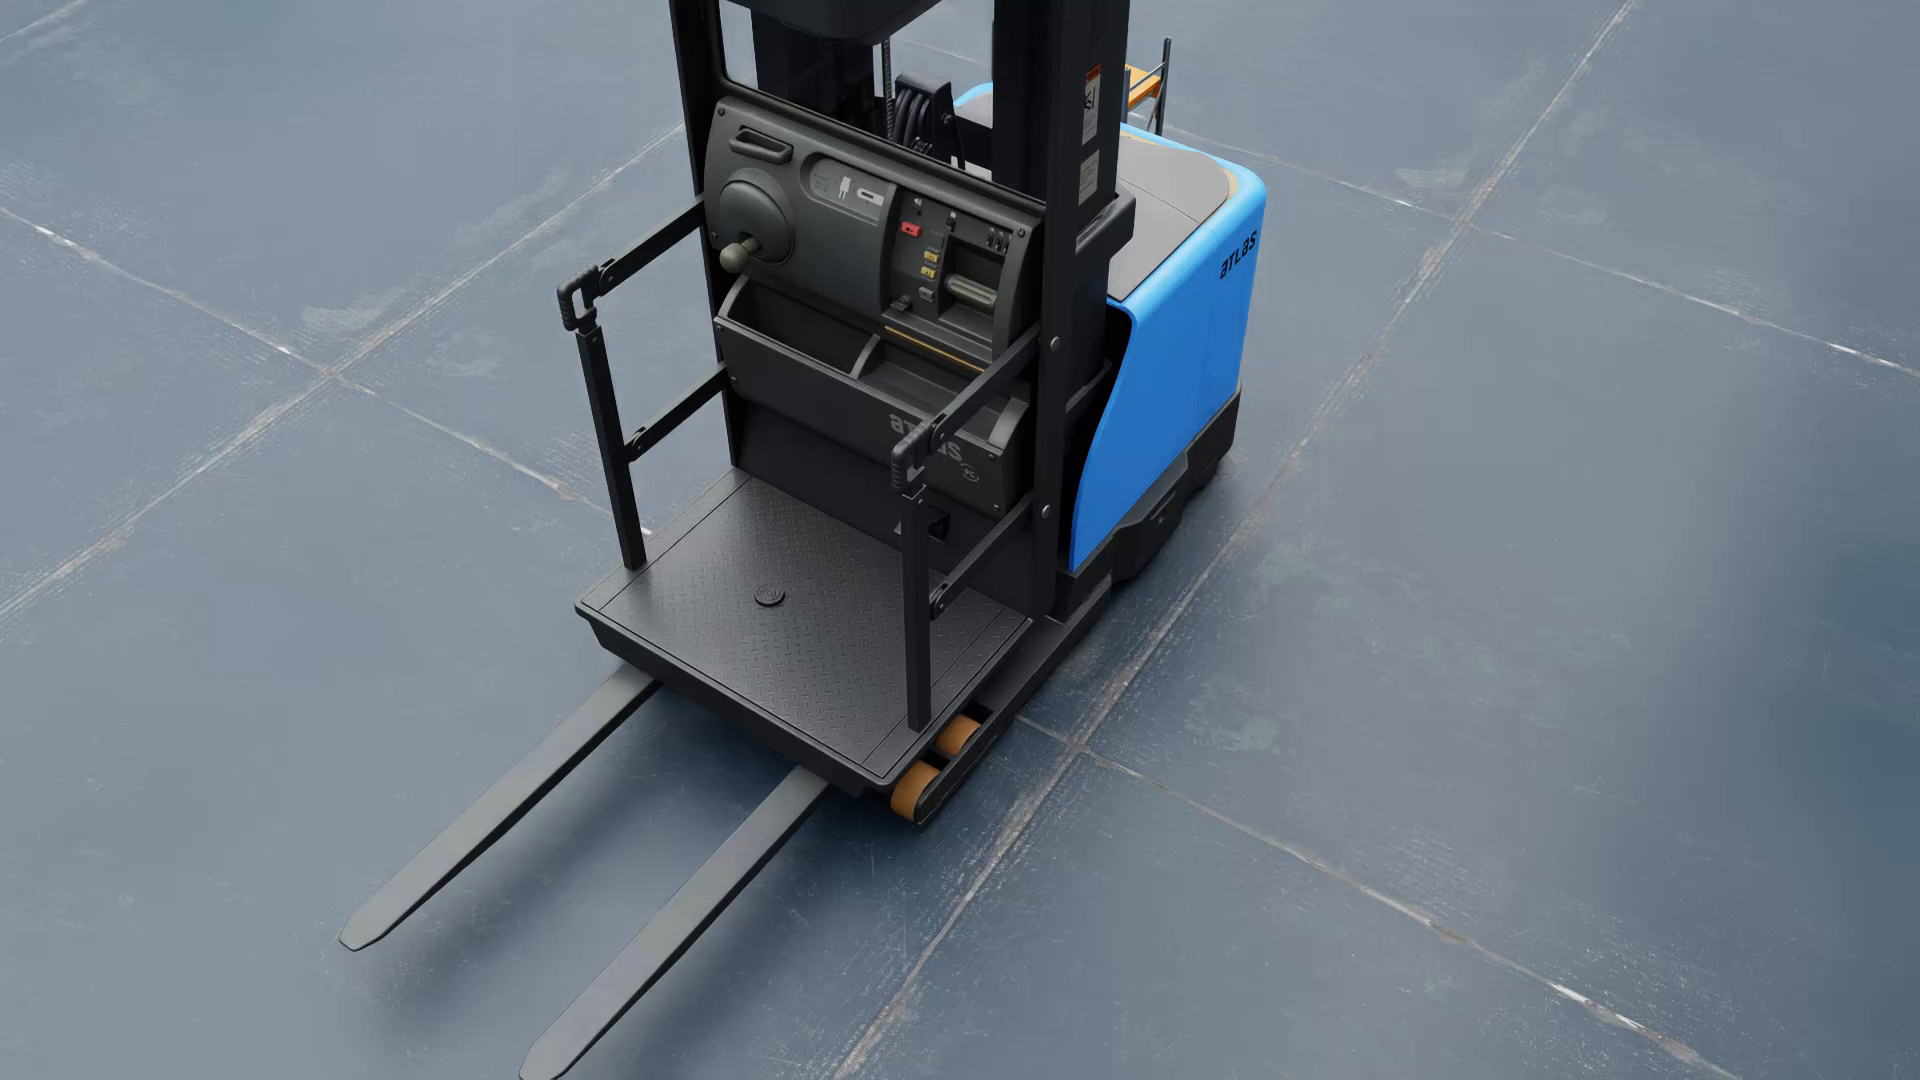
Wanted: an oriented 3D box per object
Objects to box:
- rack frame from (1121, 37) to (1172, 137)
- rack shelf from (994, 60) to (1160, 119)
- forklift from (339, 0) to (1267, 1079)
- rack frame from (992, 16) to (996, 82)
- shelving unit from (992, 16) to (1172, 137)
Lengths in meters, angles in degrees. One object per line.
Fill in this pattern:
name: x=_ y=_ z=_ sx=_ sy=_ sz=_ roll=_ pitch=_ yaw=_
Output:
rack frame: x=0.565 y=-1.045 z=5.429 sx=0.015 sy=1.200 sz=0.240 roll=29 pitch=53 yaw=25
rack shelf: x=0.373 y=-1.427 z=5.252 sx=0.480 sy=0.148 sz=0.258 roll=29 pitch=53 yaw=25
forklift: x=-0.357 y=-0.656 z=3.844 sx=1.130 sy=2.935 sz=3.031 roll=27 pitch=51 yaw=24
rack frame: x=0.181 y=-1.261 z=5.639 sx=0.015 sy=1.200 sz=0.240 roll=29 pitch=53 yaw=25
shelving unit: x=0.373 y=-1.153 z=5.534 sx=0.503 sy=1.200 sz=0.258 roll=29 pitch=53 yaw=25
